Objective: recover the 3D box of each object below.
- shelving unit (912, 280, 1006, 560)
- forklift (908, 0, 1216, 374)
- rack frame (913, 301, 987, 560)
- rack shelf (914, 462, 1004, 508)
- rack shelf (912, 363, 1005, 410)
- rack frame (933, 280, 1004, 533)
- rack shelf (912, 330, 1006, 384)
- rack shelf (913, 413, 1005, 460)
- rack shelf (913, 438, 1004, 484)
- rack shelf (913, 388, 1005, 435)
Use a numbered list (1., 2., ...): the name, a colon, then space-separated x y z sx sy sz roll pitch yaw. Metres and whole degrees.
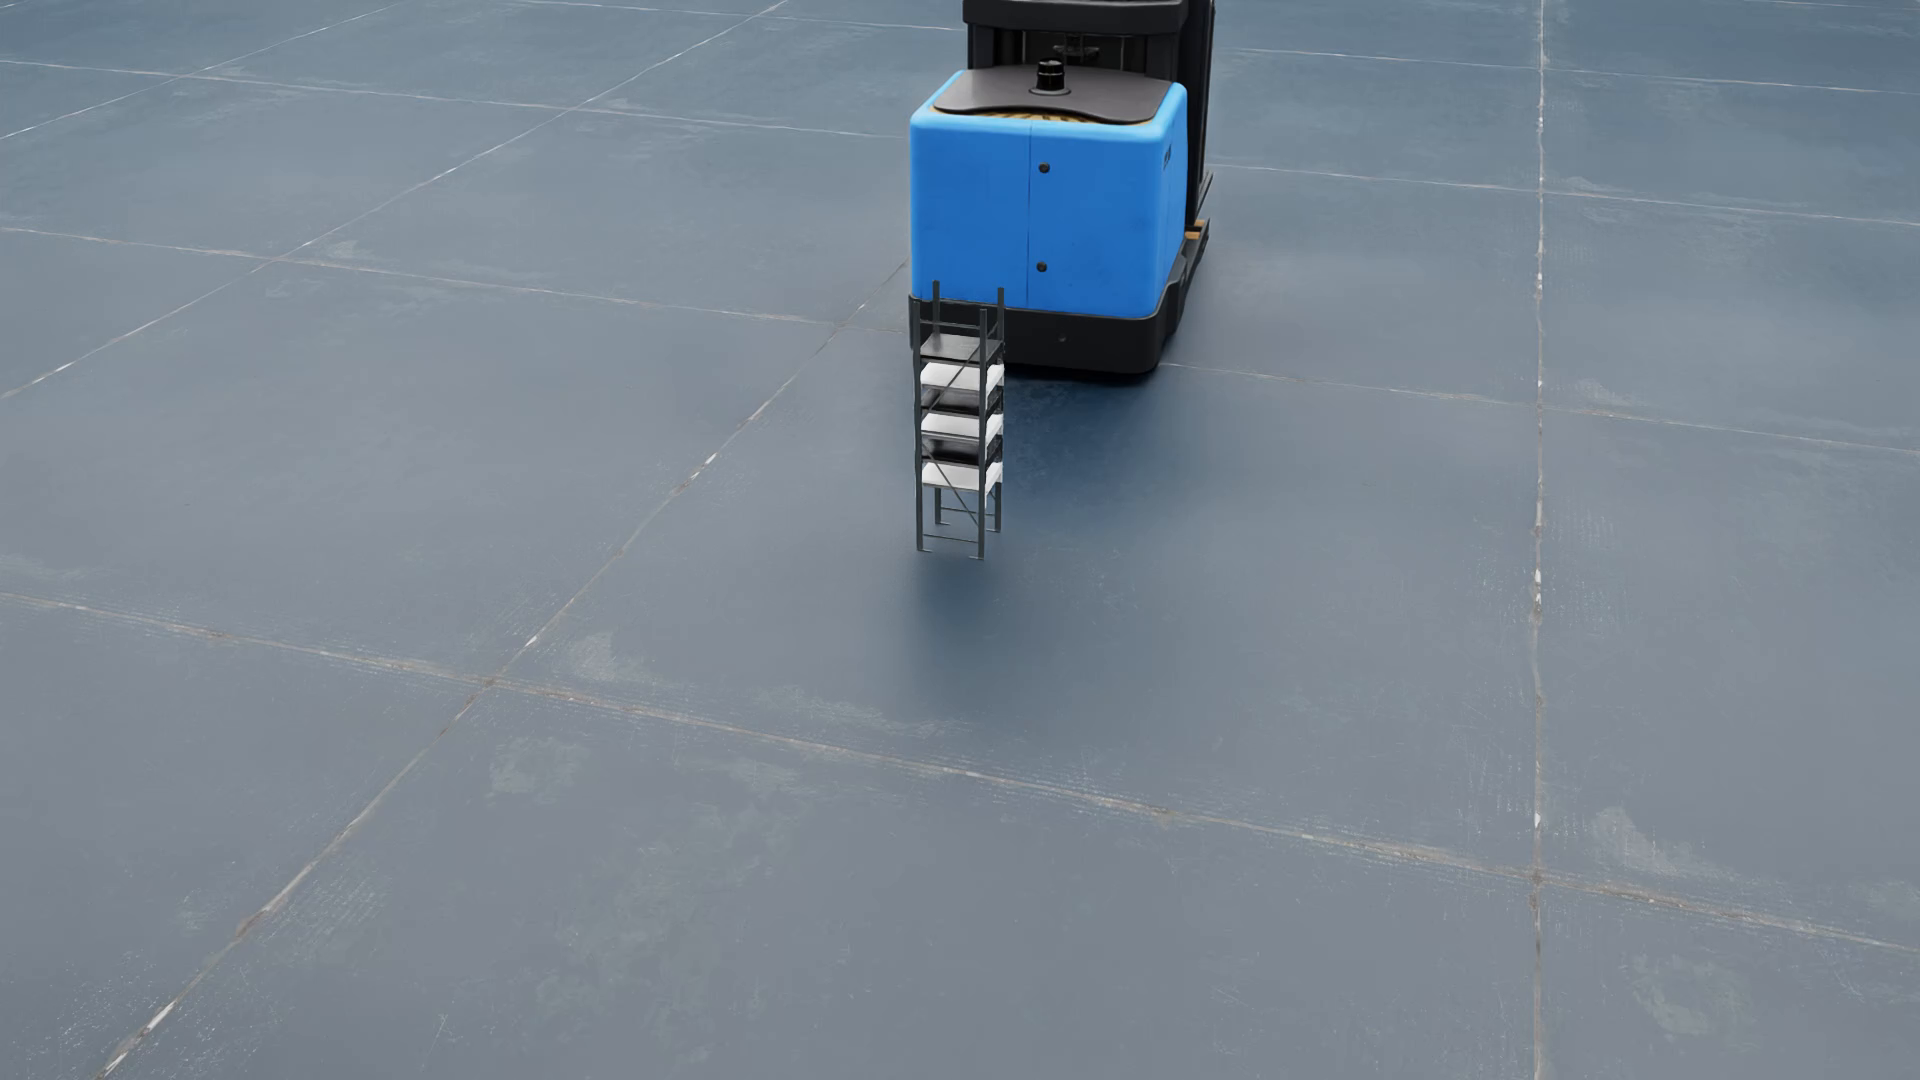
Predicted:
1. shelving unit: -0.002 -0.389 5.524 0.258 0.900 0.210 8 30 15
2. forklift: 0.632 -2.664 7.523 1.130 2.935 3.031 7 30 12
3. rack frame: -0.032 -0.342 5.440 0.240 0.900 0.006 8 30 15
4. rack shelf: -0.002 -0.203 5.628 0.258 0.077 0.200 8 30 15
5. rack shelf: -0.002 -0.518 5.453 0.258 0.077 0.200 8 30 15
6. rack frame: 0.027 -0.437 5.609 0.240 0.900 0.006 8 30 15
7. rack shelf: -0.002 -0.596 5.409 0.258 0.077 0.200 8 30 15
8. rack shelf: -0.002 -0.360 5.541 0.258 0.077 0.200 8 30 15
9. rack shelf: -0.002 -0.282 5.584 0.258 0.077 0.200 8 30 15
10. rack shelf: -0.002 -0.439 5.497 0.258 0.077 0.200 8 30 15
